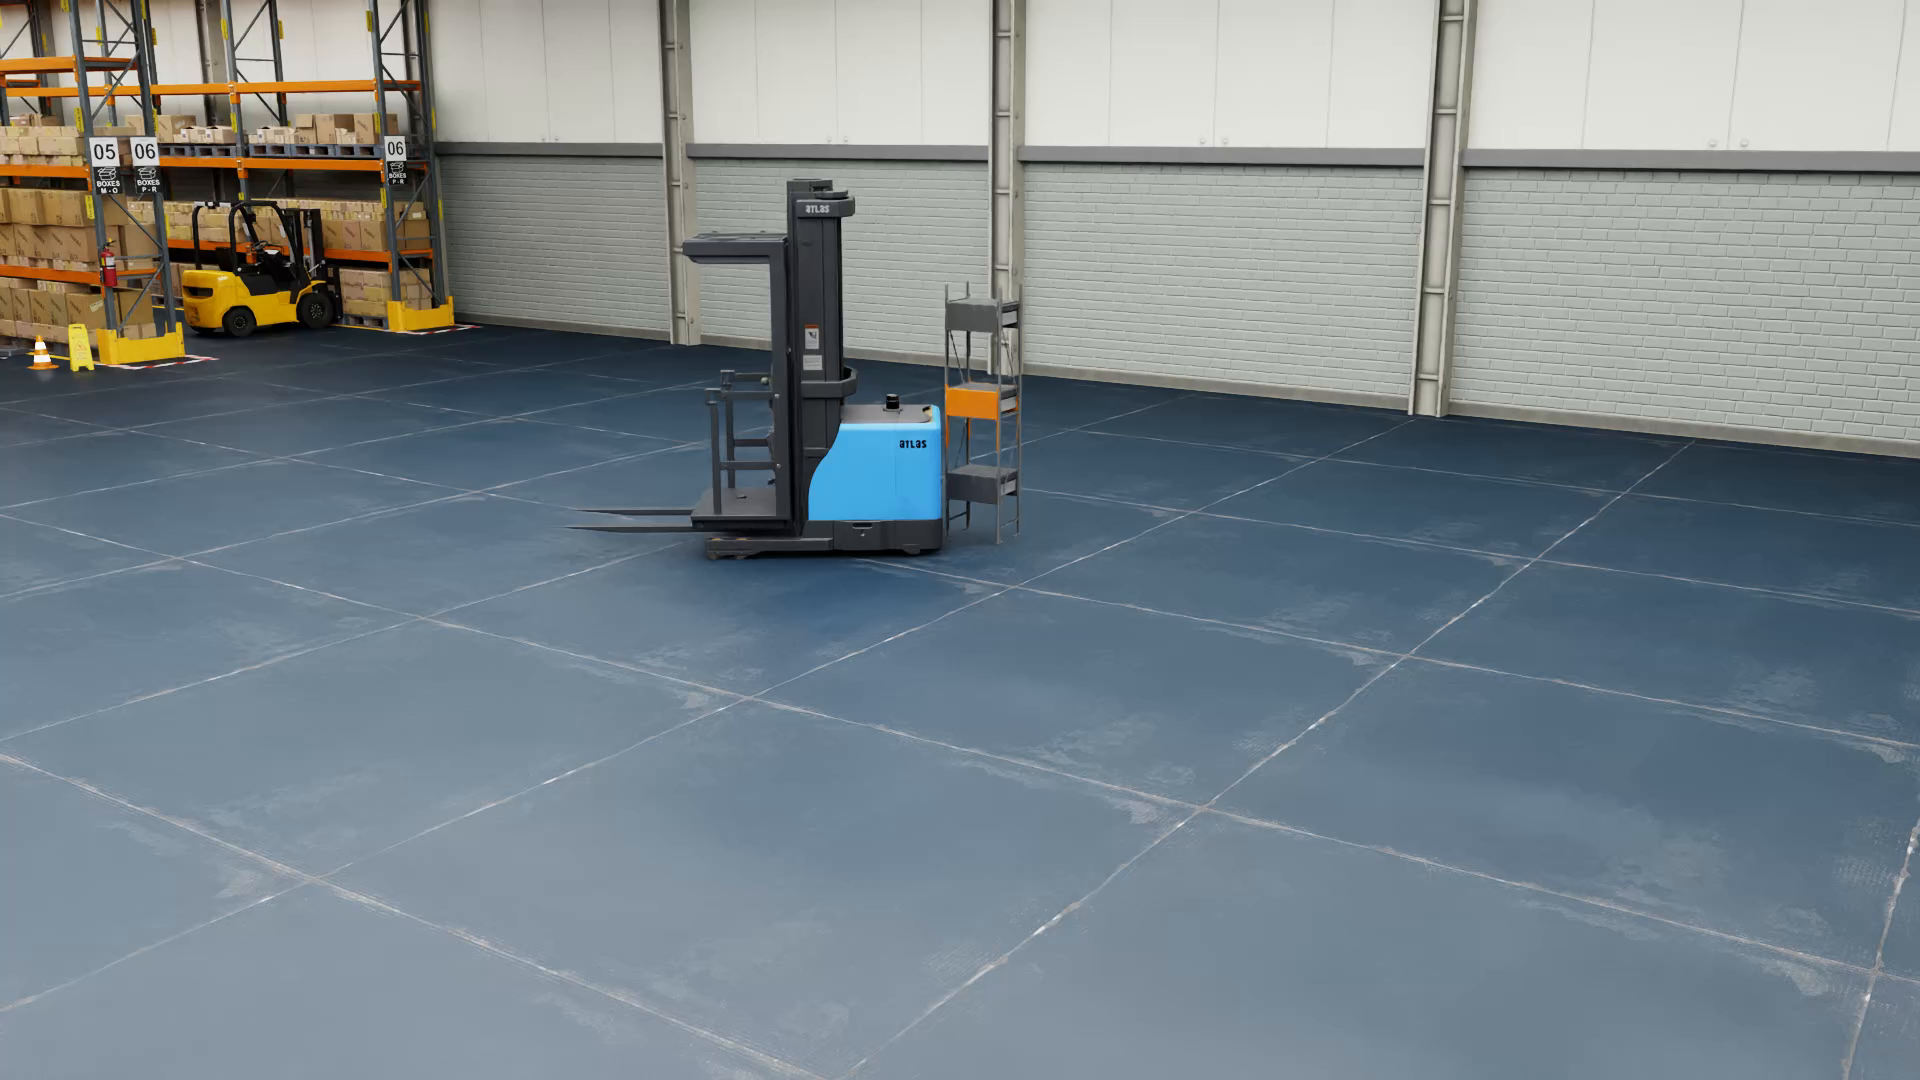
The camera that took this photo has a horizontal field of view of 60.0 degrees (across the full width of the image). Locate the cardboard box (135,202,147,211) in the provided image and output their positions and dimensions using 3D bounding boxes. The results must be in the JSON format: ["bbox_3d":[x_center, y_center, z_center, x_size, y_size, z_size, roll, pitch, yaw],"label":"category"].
[{"bbox_3d":[-15.569,-6.405,31.897,0.250,0.149,0.380,10,17,34],"label":"cardboard box"}]

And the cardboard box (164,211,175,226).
[{"bbox_3d":[-14.820,-6.099,31.491,0.500,0.250,0.500,9,16,31],"label":"cardboard box"}]

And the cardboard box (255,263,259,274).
[{"bbox_3d":[-12.346,-4.869,30.019,0.500,0.250,0.500,9,16,32],"label":"cardboard box"}]

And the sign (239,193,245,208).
[{"bbox_3d":[-12.867,-6.056,29.802,0.005,0.325,0.100,9,17,33],"label":"sign"}]

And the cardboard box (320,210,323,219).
[{"bbox_3d":[-10.932,-5.679,28.962,0.250,0.149,0.380,9,17,32],"label":"cardboard box"}]

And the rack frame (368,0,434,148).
[{"bbox_3d":[-9.253,-8.018,27.486,0.127,3.000,1.000,9,17,33],"label":"rack frame"}]

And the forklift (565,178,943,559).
[{"bbox_3d":[-1.661,-1.399,13.373,3.031,2.935,1.130,0,14,-1],"label":"forklift"}]

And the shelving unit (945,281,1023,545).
[{"bbox_3d":[0.192,-1.051,13.699,0.503,2.100,0.431,7,16,28],"label":"shelving unit"}]

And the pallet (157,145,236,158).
[{"bbox_3d":[-14.348,-7.321,31.304,1.213,0.211,1.003,10,17,35],"label":"pallet"}]

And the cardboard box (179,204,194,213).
[{"bbox_3d":[-14.319,-6.193,31.040,0.250,0.149,0.380,9,16,31],"label":"cardboard box"}]

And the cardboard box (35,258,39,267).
[{"bbox_3d":[-13.707,-4.210,25.111,0.250,0.149,0.380,9,17,33],"label":"cardboard box"}]

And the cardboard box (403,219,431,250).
[{"bbox_3d":[-9.509,-5.276,28.687,0.500,0.500,0.500,10,17,35],"label":"cardboard box"}]

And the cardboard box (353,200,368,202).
[{"bbox_3d":[-10.430,-5.897,29.226,0.250,0.149,0.380,9,16,31],"label":"cardboard box"}]

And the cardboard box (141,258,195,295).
[{"bbox_3d":[-15.381,-5.144,32.427,0.625,0.625,0.875,10,17,35],"label":"cardboard box"}]

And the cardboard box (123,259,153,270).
[{"bbox_3d":[-12.186,-4.081,24.588,0.250,0.149,0.380,9,17,33],"label":"cardboard box"}]

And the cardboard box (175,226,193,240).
[{"bbox_3d":[-14.384,-5.792,31.289,0.500,0.250,0.500,10,17,35],"label":"cardboard box"}]

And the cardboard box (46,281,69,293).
[{"bbox_3d":[-13.379,-3.789,24.826,0.250,0.149,0.380,10,17,34],"label":"cardboard box"}]

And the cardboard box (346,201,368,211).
[{"bbox_3d":[-10.287,-5.725,28.529,0.250,0.149,0.380,9,17,33],"label":"cardboard box"}]

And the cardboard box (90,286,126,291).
[{"bbox_3d":[-12.991,-3.584,25.349,0.500,0.500,0.500,8,16,31],"label":"cardboard box"}]

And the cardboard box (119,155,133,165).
[{"bbox_3d":[-12.114,-5.559,24.318,0.250,0.149,0.380,9,17,33],"label":"cardboard box"}]

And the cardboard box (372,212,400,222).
[{"bbox_3d":[-9.697,-5.460,28.079,0.250,0.149,0.380,9,17,34],"label":"cardboard box"}]

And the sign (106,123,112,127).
[{"bbox_3d":[-16.196,-7.778,31.682,0.005,0.325,0.100,9,17,33],"label":"sign"}]

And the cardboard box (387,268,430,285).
[{"bbox_3d":[-9.546,-4.563,28.780,0.500,0.250,0.500,9,16,32],"label":"cardboard box"}]

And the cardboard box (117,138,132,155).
[{"bbox_3d":[-12.289,-5.764,24.316,0.500,0.250,0.500,9,16,32],"label":"cardboard box"}]

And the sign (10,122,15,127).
[{"bbox_3d":[-15.043,-6.468,26.392,0.005,0.325,0.100,9,17,33],"label":"sign"}]

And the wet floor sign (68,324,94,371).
[{"bbox_3d":[-12.460,-2.734,23.525,0.267,0.644,0.232,-10,17,-35],"label":"wet floor sign"}]

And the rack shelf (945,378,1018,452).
[{"bbox_3d":[0.192,-1.038,13.702,0.480,0.518,0.431,7,16,28],"label":"rack shelf"}]

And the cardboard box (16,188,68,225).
[{"bbox_3d":[-13.462,-4.936,24.613,0.500,0.500,0.700,9,16,32],"label":"cardboard box"}]

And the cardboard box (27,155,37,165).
[{"bbox_3d":[-13.519,-5.619,24.561,0.250,0.149,0.380,9,16,31],"label":"cardboard box"}]

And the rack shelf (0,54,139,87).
[{"bbox_3d":[-13.680,-6.945,24.656,4.000,0.370,1.077,9,17,33],"label":"rack shelf"}]

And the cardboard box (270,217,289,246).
[{"bbox_3d":[-11.908,-5.513,29.642,0.500,0.500,0.500,10,17,34],"label":"cardboard box"}]

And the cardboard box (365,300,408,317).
[{"bbox_3d":[-9.819,-3.975,28.487,0.500,0.250,0.500,9,17,33],"label":"cardboard box"}]

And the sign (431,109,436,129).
[{"bbox_3d":[-8.938,-7.135,28.176,0.005,0.325,0.100,9,17,33],"label":"sign"}]

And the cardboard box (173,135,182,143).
[{"bbox_3d":[-14.294,-7.419,30.750,0.250,0.149,0.380,9,16,32],"label":"cardboard box"}]

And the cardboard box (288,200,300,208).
[{"bbox_3d":[-11.602,-5.914,29.296,0.250,0.149,0.380,9,16,32],"label":"cardboard box"}]

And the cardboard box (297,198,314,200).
[{"bbox_3d":[-11.726,-6.093,30.017,0.250,0.149,0.380,9,17,32],"label":"cardboard box"}]

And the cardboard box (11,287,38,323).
[{"bbox_3d":[-14.120,-3.613,25.464,0.500,0.500,0.500,10,17,36],"label":"cardboard box"}]

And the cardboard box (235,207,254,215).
[{"bbox_3d":[-12.979,-6.007,30.290,0.250,0.149,0.380,10,17,35],"label":"cardboard box"}]

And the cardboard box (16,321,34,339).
[{"bbox_3d":[-14.109,-3.248,25.551,0.500,0.250,0.500,9,16,32],"label":"cardboard box"}]

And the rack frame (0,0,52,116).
[{"bbox_3d":[-19.210,-9.627,33.987,0.127,3.000,1.000,9,17,33],"label":"rack frame"}]

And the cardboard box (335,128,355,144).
[{"bbox_3d":[-10.320,-6.834,28.142,0.258,0.266,0.396,9,17,33],"label":"cardboard box"}]

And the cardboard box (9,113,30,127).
[{"bbox_3d":[-19.155,-8.537,33.785,0.258,0.266,0.396,9,17,32],"label":"cardboard box"}]

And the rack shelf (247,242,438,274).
[{"bbox_3d":[-10.912,-5.025,29.377,4.000,0.370,1.077,9,17,33],"label":"rack shelf"}]

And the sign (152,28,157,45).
[{"bbox_3d":[-15.584,-9.732,32.138,0.005,0.325,0.100,9,17,33],"label":"sign"}]

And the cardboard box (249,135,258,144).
[{"bbox_3d":[-12.369,-7.108,29.493,0.250,0.149,0.380,10,17,34],"label":"cardboard box"}]

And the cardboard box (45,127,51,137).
[{"bbox_3d":[-13.062,-5.940,24.199,0.250,0.149,0.380,9,17,33],"label":"cardboard box"}]

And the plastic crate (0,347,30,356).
[{"bbox_3d":[-14.494,-2.861,25.214,0.583,0.080,0.402,3,14,14],"label":"plastic crate"}]

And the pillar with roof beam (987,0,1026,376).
[{"bbox_3d":[-1.773,-5.823,18.621,0.400,9.000,9.100,9,17,33],"label":"pillar with roof beam"}]
